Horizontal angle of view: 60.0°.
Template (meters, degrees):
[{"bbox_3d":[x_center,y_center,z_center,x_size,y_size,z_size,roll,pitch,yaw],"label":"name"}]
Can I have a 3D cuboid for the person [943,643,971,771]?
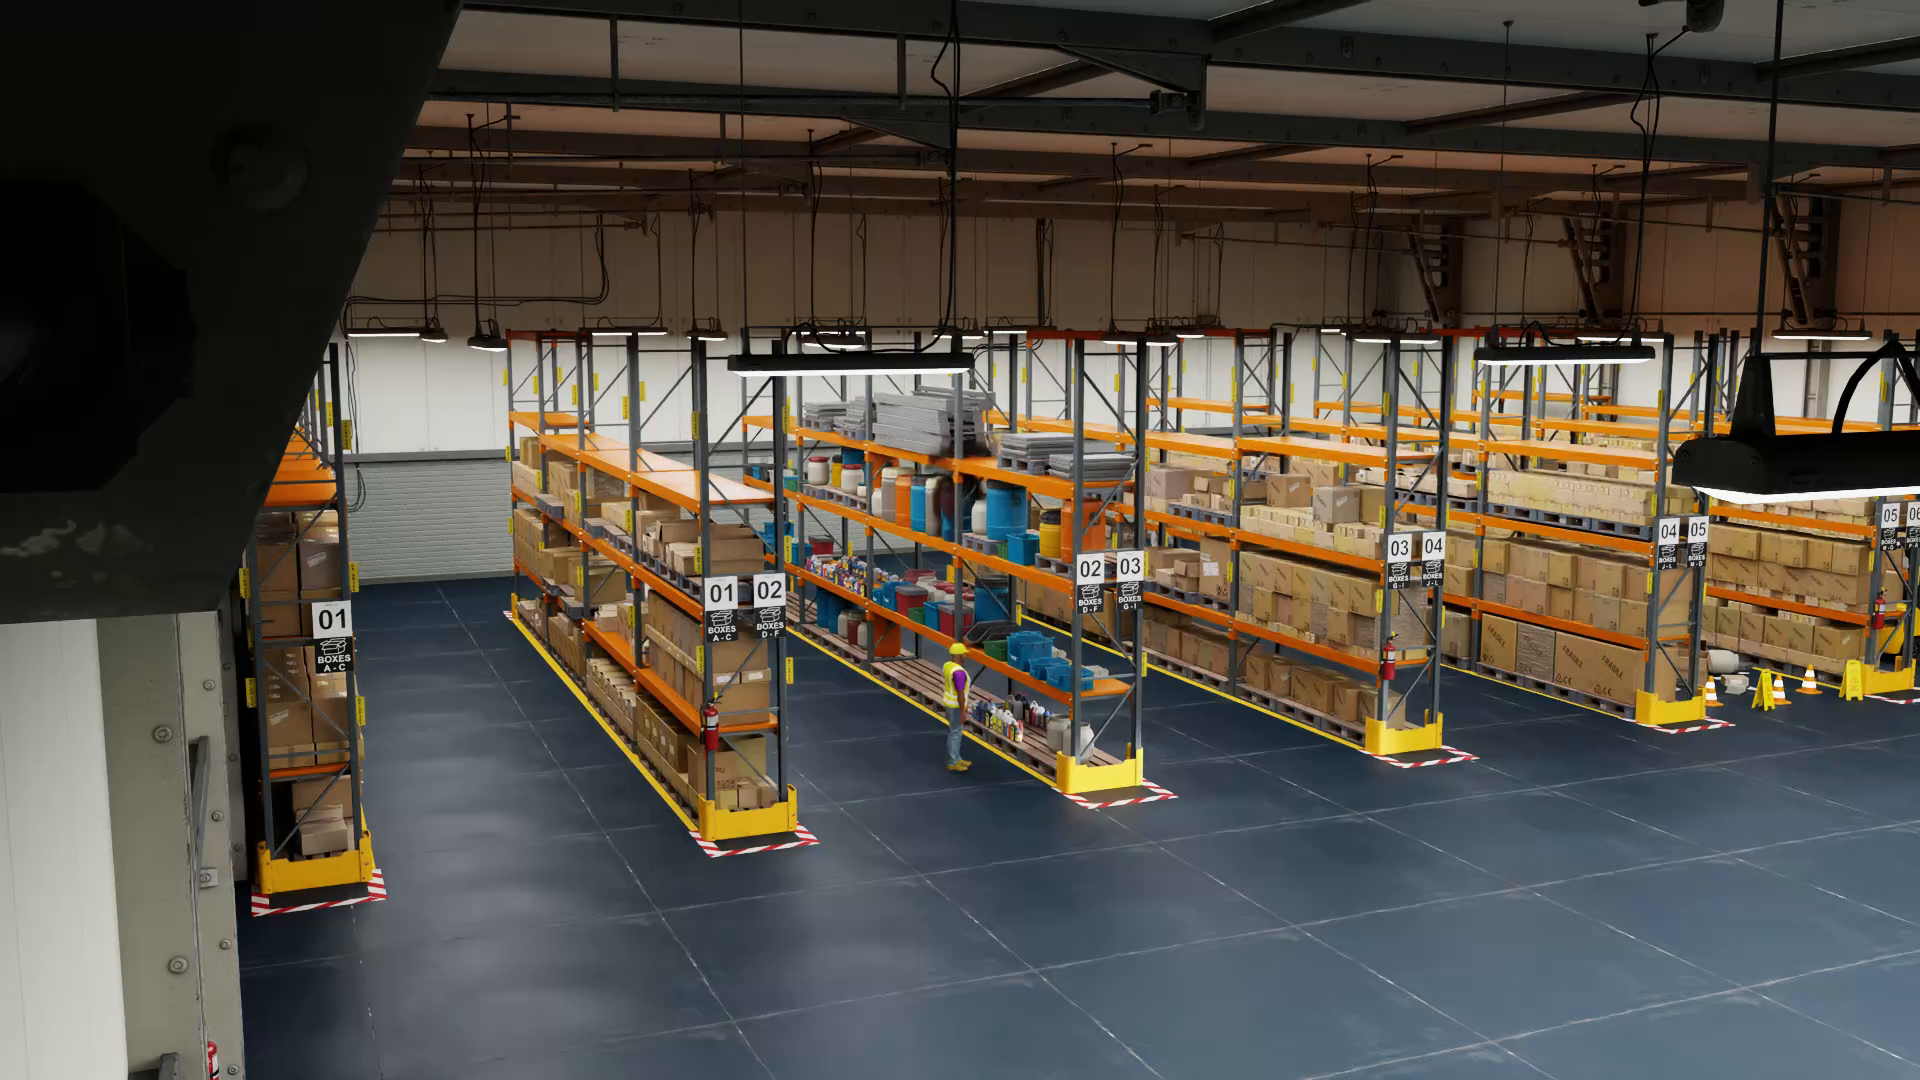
[{"bbox_3d":[-0.009,2.296,22.977,0.429,1.774,0.591,-2,8,-14],"label":"person"}]

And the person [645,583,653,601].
[{"bbox_3d":[-6.111,0.955,33.076,0.649,1.719,1.119,-3,8,-24],"label":"person"}]

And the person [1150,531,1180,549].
[{"bbox_3d":[5.257,-0.382,43.006,1.015,1.749,0.622,-4,9,-28],"label":"person"}]
